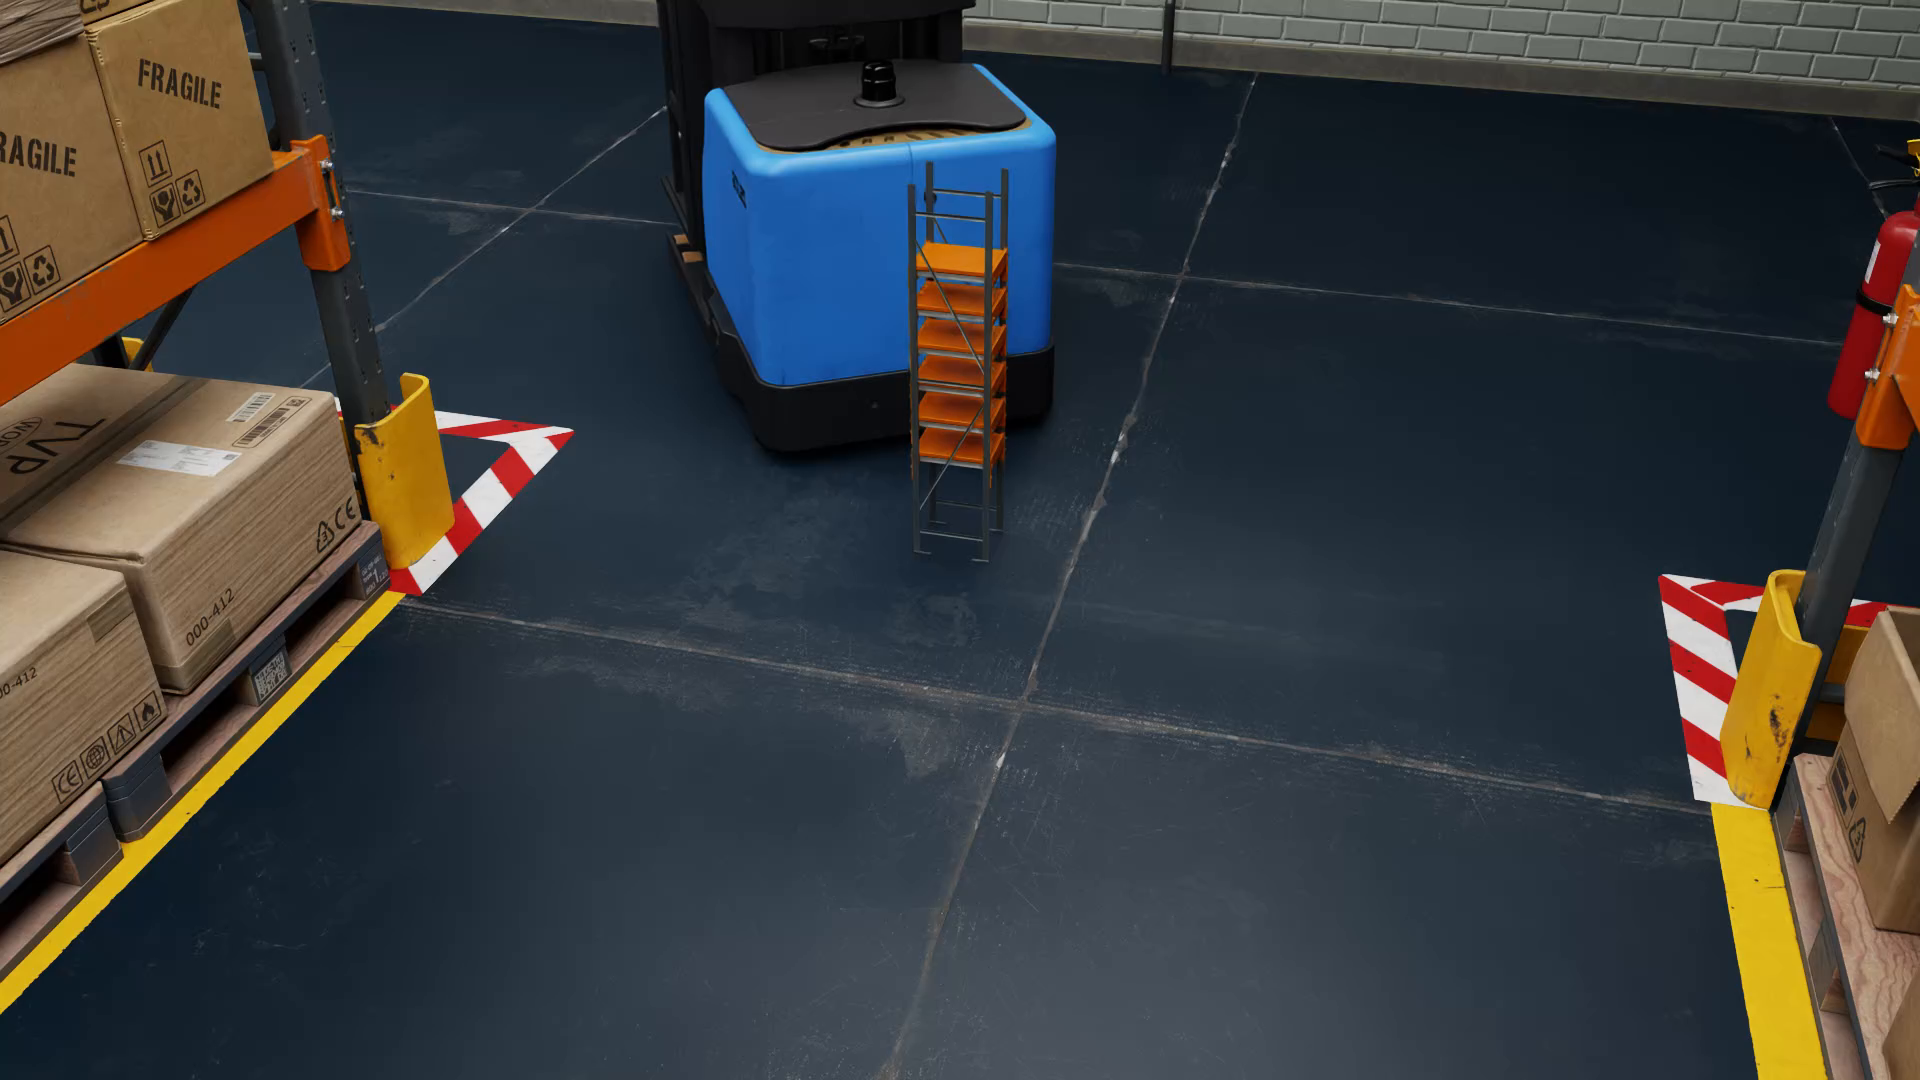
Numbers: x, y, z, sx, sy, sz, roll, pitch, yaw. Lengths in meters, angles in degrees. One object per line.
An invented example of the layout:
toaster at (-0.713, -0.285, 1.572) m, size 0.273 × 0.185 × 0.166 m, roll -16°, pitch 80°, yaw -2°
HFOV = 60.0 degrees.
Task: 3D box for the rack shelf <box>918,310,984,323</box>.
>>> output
rack shelf at (-0.004, -0.681, 4.801) m, size 0.199 × 0.020 × 0.166 m, roll 8°, pitch 33°, yaw 12°

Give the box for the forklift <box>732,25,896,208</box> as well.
forklift at (-15.341, -4.688, 4.237) m, size 29.450 × 9.000 × 11.035 m, roll -10°, pitch 34°, yaw -15°

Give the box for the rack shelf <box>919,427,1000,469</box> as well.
rack shelf at (-0.004, -0.282, 5.054) m, size 0.221 × 0.034 × 0.171 m, roll 8°, pitch 33°, yaw 12°

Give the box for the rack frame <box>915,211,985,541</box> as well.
rack frame at (-0.026, -0.451, 4.841) m, size 0.228 × 1.046 × 0.002 m, roll 8°, pitch 33°, yaw 12°

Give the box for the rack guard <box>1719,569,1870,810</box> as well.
rack guard at (2.562, 0.446, 4.082) m, size 1.175 × 0.500 × 0.348 m, roll 8°, pitch 33°, yaw 12°

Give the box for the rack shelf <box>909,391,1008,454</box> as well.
rack shelf at (-0.004, -0.360, 5.005) m, size 0.258 × 0.103 × 0.180 m, roll 8°, pitch 33°, yaw 12°

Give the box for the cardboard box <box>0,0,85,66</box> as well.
cardboard box at (-2.217, -1.228, 3.361) m, size 0.500 × 0.500 × 0.500 m, roll 8°, pitch 33°, yaw 13°

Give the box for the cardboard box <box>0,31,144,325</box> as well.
cardboard box at (-2.229, -0.819, 3.650) m, size 0.500 × 0.500 × 0.500 m, roll 7°, pitch 33°, yaw 11°

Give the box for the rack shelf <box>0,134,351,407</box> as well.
rack shelf at (-2.729, 0.020, 3.094) m, size 1.077 × 0.370 × 4.000 m, roll 8°, pitch 33°, yaw 12°

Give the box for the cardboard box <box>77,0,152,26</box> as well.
cardboard box at (-2.113, -1.503, 3.794) m, size 0.500 × 0.500 × 0.500 m, roll 9°, pitch 34°, yaw 14°

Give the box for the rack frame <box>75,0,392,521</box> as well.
rack frame at (-2.221, -1.322, 4.533) m, size 1.000 × 3.000 × 0.127 m, roll 8°, pitch 33°, yaw 12°

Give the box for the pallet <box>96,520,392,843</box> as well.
pallet at (-2.348, 0.280, 4.612) m, size 1.003 × 0.211 × 1.213 m, roll 8°, pitch 33°, yaw 12°

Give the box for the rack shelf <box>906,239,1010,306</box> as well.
rack shelf at (-0.004, -0.765, 4.747) m, size 0.258 × 0.103 × 0.180 m, roll 8°, pitch 33°, yaw 12°

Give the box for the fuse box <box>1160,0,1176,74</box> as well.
fuse box at (1.182, -3.346, 8.918) m, size 0.539 × 1.711 × 0.414 m, roll 8°, pitch 33°, yaw 12°

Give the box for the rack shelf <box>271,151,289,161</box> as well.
rack shelf at (-5.135, -2.371, 2.261) m, size 5.869 × 4.714 × 3.910 m, roll 8°, pitch 33°, yaw 12°

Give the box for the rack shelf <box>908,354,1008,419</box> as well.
rack shelf at (-0.004, -0.461, 4.940) m, size 0.258 × 0.103 × 0.180 m, roll 8°, pitch 33°, yaw 12°

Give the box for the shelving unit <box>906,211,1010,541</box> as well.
shelving unit at (-0.004, -0.498, 4.915) m, size 0.258 × 1.046 × 0.183 m, roll 8°, pitch 33°, yaw 12°

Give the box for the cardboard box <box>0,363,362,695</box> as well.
cardboard box at (-2.292, -0.062, 4.548) m, size 0.875 × 0.438 × 0.875 m, roll 7°, pitch 33°, yaw 11°

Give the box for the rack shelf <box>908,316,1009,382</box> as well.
rack shelf at (-0.004, -0.563, 4.876) m, size 0.258 × 0.103 × 0.180 m, roll 8°, pitch 33°, yaw 12°

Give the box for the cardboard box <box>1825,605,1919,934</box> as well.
cardboard box at (2.334, 0.533, 3.552) m, size 0.797 × 0.503 × 0.637 m, roll 7°, pitch 33°, yaw 10°
